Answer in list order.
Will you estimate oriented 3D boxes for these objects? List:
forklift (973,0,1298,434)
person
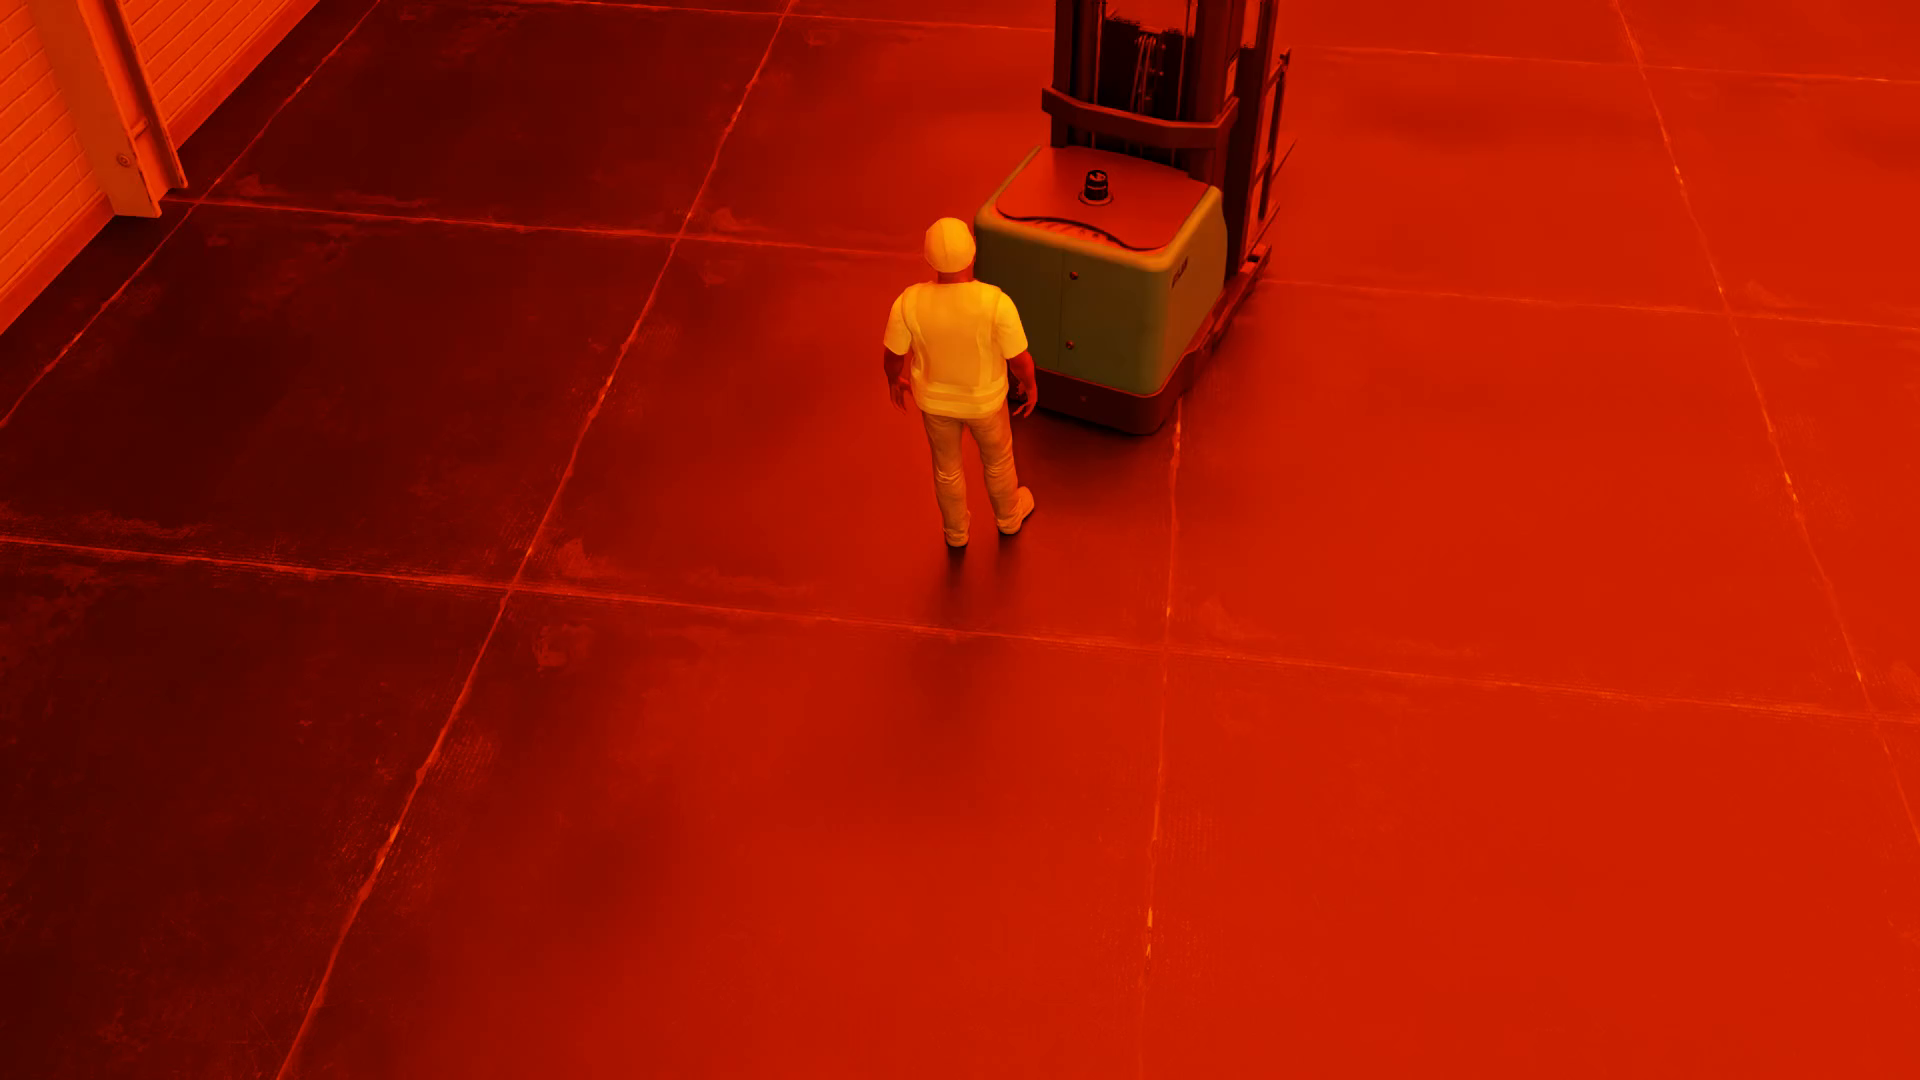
[{"bbox_3d":[1.137,-2.610,8.566,1.130,2.935,3.031,18,45,18],"label":"forklift"},{"bbox_3d":[0.014,-0.702,7.339,0.666,1.768,0.575,5,43,6],"label":"person"}]
